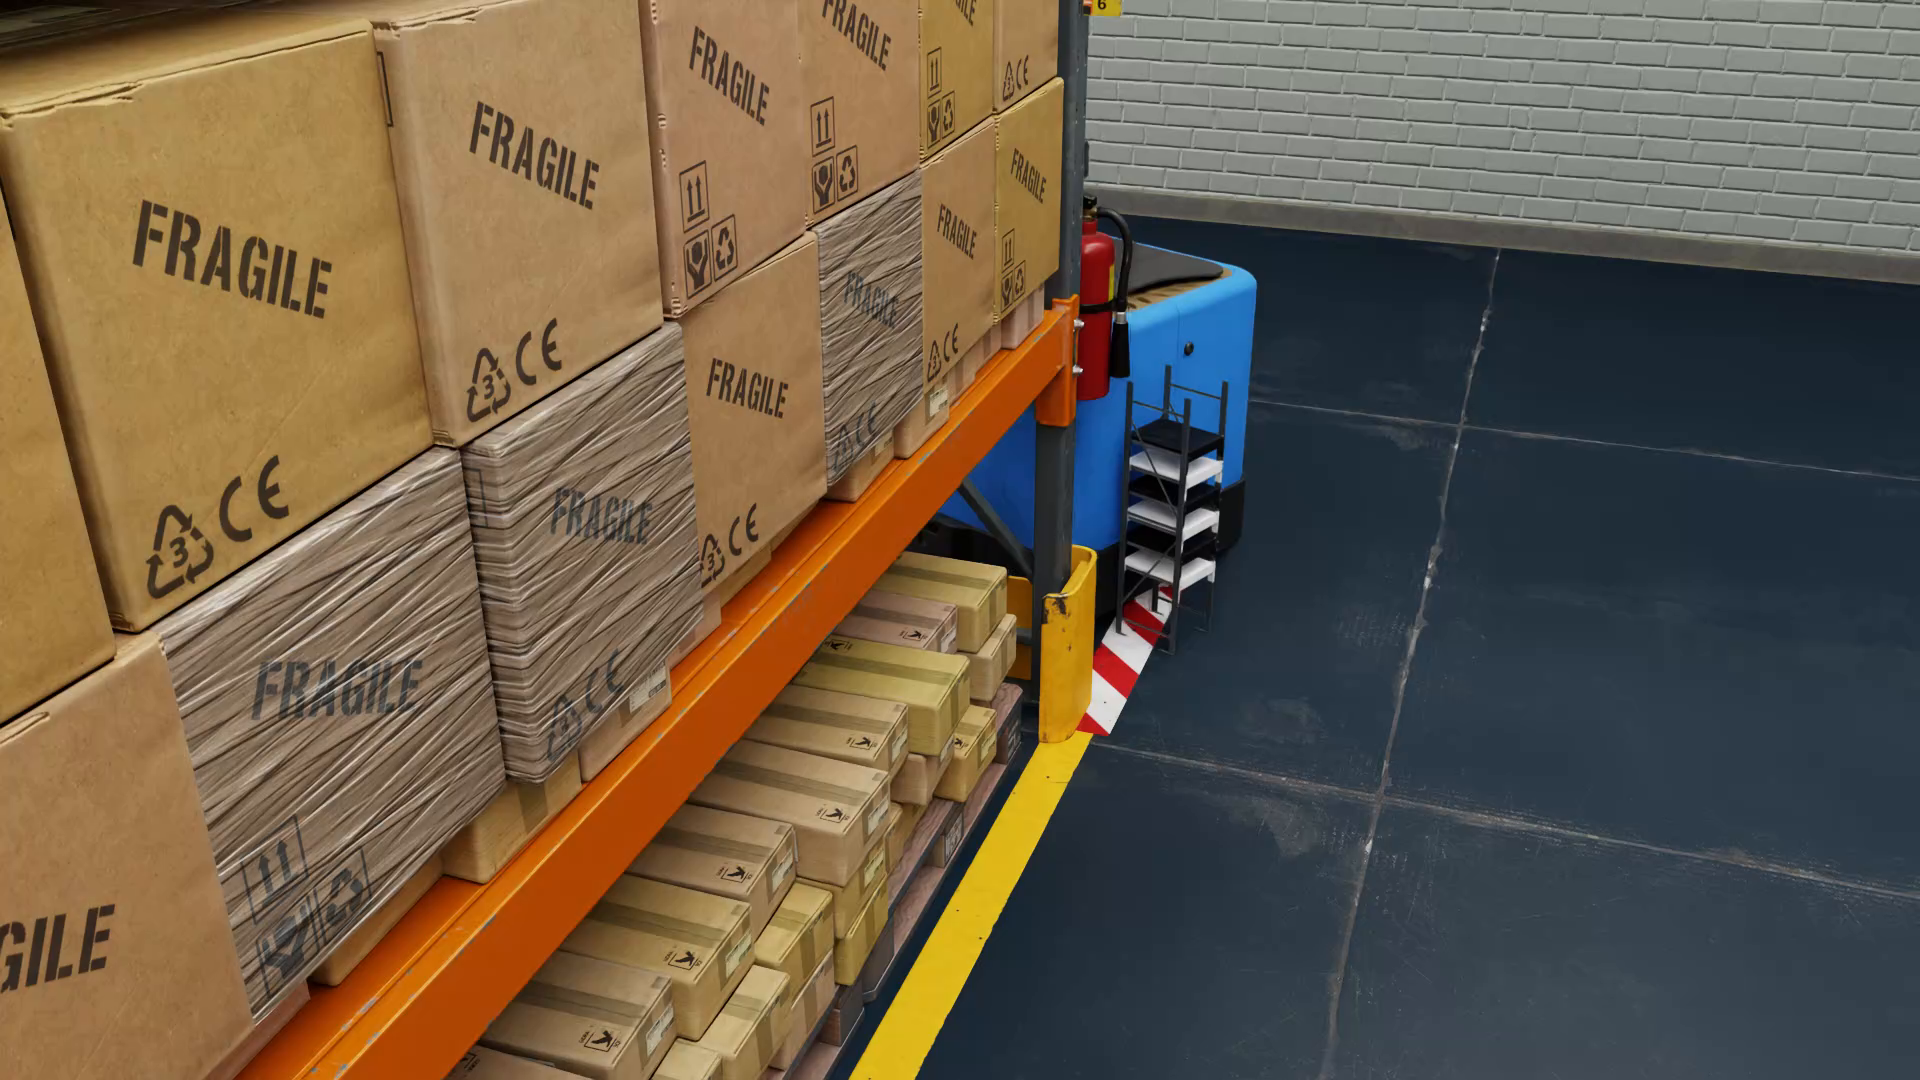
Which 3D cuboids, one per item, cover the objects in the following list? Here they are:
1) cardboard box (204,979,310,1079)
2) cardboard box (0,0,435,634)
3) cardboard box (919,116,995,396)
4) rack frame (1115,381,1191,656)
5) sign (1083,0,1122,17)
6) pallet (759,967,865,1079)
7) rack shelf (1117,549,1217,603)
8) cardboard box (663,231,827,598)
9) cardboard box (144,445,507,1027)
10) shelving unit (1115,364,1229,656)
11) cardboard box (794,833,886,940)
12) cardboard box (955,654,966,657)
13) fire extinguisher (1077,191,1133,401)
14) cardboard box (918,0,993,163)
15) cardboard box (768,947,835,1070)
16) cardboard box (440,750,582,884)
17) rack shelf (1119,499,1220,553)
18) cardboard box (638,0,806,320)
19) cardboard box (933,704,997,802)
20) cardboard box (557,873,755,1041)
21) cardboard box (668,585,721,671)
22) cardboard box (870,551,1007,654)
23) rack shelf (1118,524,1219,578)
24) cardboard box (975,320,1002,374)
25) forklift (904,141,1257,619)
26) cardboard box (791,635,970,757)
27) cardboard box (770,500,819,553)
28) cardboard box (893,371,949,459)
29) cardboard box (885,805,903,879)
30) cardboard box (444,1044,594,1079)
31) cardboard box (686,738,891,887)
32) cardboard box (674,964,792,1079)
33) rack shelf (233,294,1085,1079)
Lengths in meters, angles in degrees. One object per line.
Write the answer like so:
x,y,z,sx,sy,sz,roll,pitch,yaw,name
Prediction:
-1.025,0.536,1.990,0.380,0.149,0.250,8,27,15,cardboard box
-0.945,-0.268,1.759,0.500,0.500,0.500,8,27,16,cardboard box
-0.235,-0.664,3.723,0.500,0.500,0.500,8,27,17,cardboard box
0.615,-0.059,5.338,0.240,0.900,0.006,22,33,37,rack frame
0.365,-1.493,4.199,0.100,0.325,0.005,9,27,17,sign
-0.889,1.197,3.536,1.003,0.211,1.213,9,27,17,pallet
0.683,0.101,5.499,0.258,0.077,0.200,22,33,37,rack shelf
-0.571,-0.251,2.870,0.500,0.500,0.500,10,28,20,cardboard box
-0.923,0.176,1.989,0.500,0.500,0.500,9,27,17,cardboard box
0.683,-0.091,5.406,0.258,0.900,0.210,22,33,37,shelving unit
-0.390,0.729,3.750,0.380,0.149,0.250,9,27,18,cardboard box
-0.196,0.400,4.430,0.380,0.149,0.250,8,27,16,cardboard box
0.367,-0.752,4.878,0.296,0.674,0.183,9,27,17,fire extinguisher
-0.238,-1.115,3.506,0.500,0.500,0.500,8,27,16,cardboard box
-0.495,0.966,3.603,0.380,0.149,0.250,9,27,18,cardboard box
-0.784,0.331,2.413,0.380,0.149,0.250,9,27,18,cardboard box
0.683,-0.061,5.420,0.258,0.077,0.200,22,33,37,rack shelf
-0.576,-0.682,2.612,0.500,0.500,0.500,8,27,16,cardboard box
-0.121,0.543,4.476,0.380,0.149,0.250,10,27,19,cardboard box
-0.629,0.802,3.258,0.380,0.149,0.250,9,27,18,cardboard box
-0.642,0.105,2.880,0.380,0.149,0.250,10,28,19,cardboard box
-0.089,0.163,4.579,0.380,0.149,0.250,9,27,18,cardboard box
0.683,0.020,5.460,0.258,0.077,0.200,22,33,37,rack shelf
-0.112,-0.533,4.197,0.380,0.149,0.250,9,27,17,cardboard box
-0.380,-1.568,6.124,3.031,2.935,1.130,22,34,38,forklift
-0.193,0.382,4.125,0.380,0.149,0.250,8,27,16,cardboard box
-0.506,-0.113,3.330,0.380,0.149,0.250,8,27,15,cardboard box
-0.244,-0.320,3.756,0.380,0.149,0.250,9,27,19,cardboard box
-0.360,0.743,4.064,0.380,0.149,0.250,9,27,18,cardboard box
-0.761,1.022,2.804,0.380,0.149,0.250,9,27,19,cardboard box
-0.376,0.598,3.679,0.380,0.149,0.250,10,28,19,cardboard box
-0.558,0.949,3.296,0.380,0.149,0.250,9,27,18,cardboard box
-0.818,0.228,3.163,1.077,0.370,4.000,9,27,17,rack shelf
